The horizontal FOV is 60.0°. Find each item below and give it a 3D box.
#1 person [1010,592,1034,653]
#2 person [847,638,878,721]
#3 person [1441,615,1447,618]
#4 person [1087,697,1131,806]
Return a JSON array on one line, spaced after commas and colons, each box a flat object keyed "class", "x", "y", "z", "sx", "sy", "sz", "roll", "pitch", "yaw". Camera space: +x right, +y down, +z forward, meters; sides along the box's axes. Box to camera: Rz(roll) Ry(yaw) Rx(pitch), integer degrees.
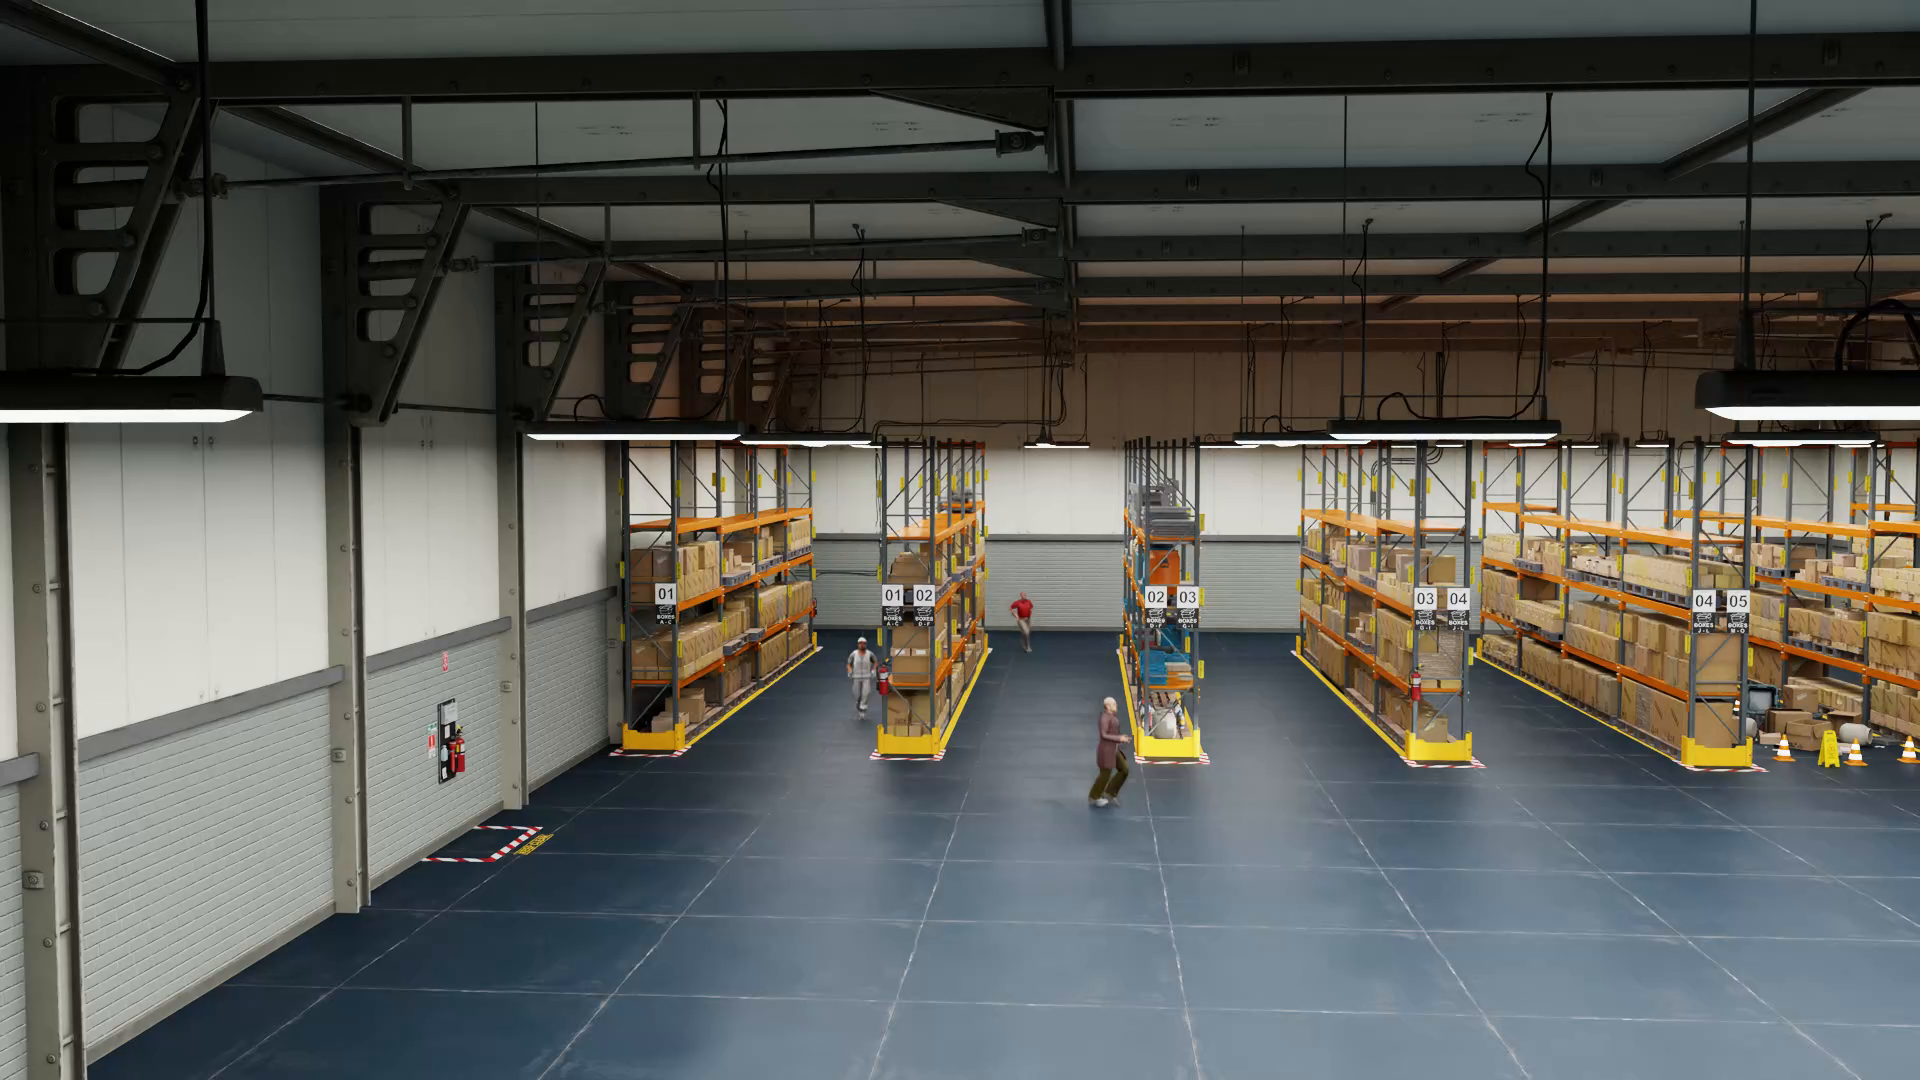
[{"class": "person", "x": 1.811, "y": 2.346, "z": 47.429, "sx": 0.657, "sy": 1.762, "sz": 0.717, "roll": -2, "pitch": 4, "yaw": -34}, {"class": "person", "x": -2.080, "y": 2.952, "z": 35.499, "sx": 0.667, "sy": 1.749, "sz": 0.718, "roll": 0, "pitch": 3, "yaw": -2}, {"class": "person", "x": 13.206, "y": 2.472, "z": 46.102, "sx": 0.602, "sy": 1.604, "sz": 0.603, "roll": 2, "pitch": 3, "yaw": 29}, {"class": "person", "x": 2.410, "y": 3.422, "z": 26.692, "sx": 0.770, "sy": 1.804, "sz": 0.701, "roll": 1, "pitch": 3, "yaw": 24}]
